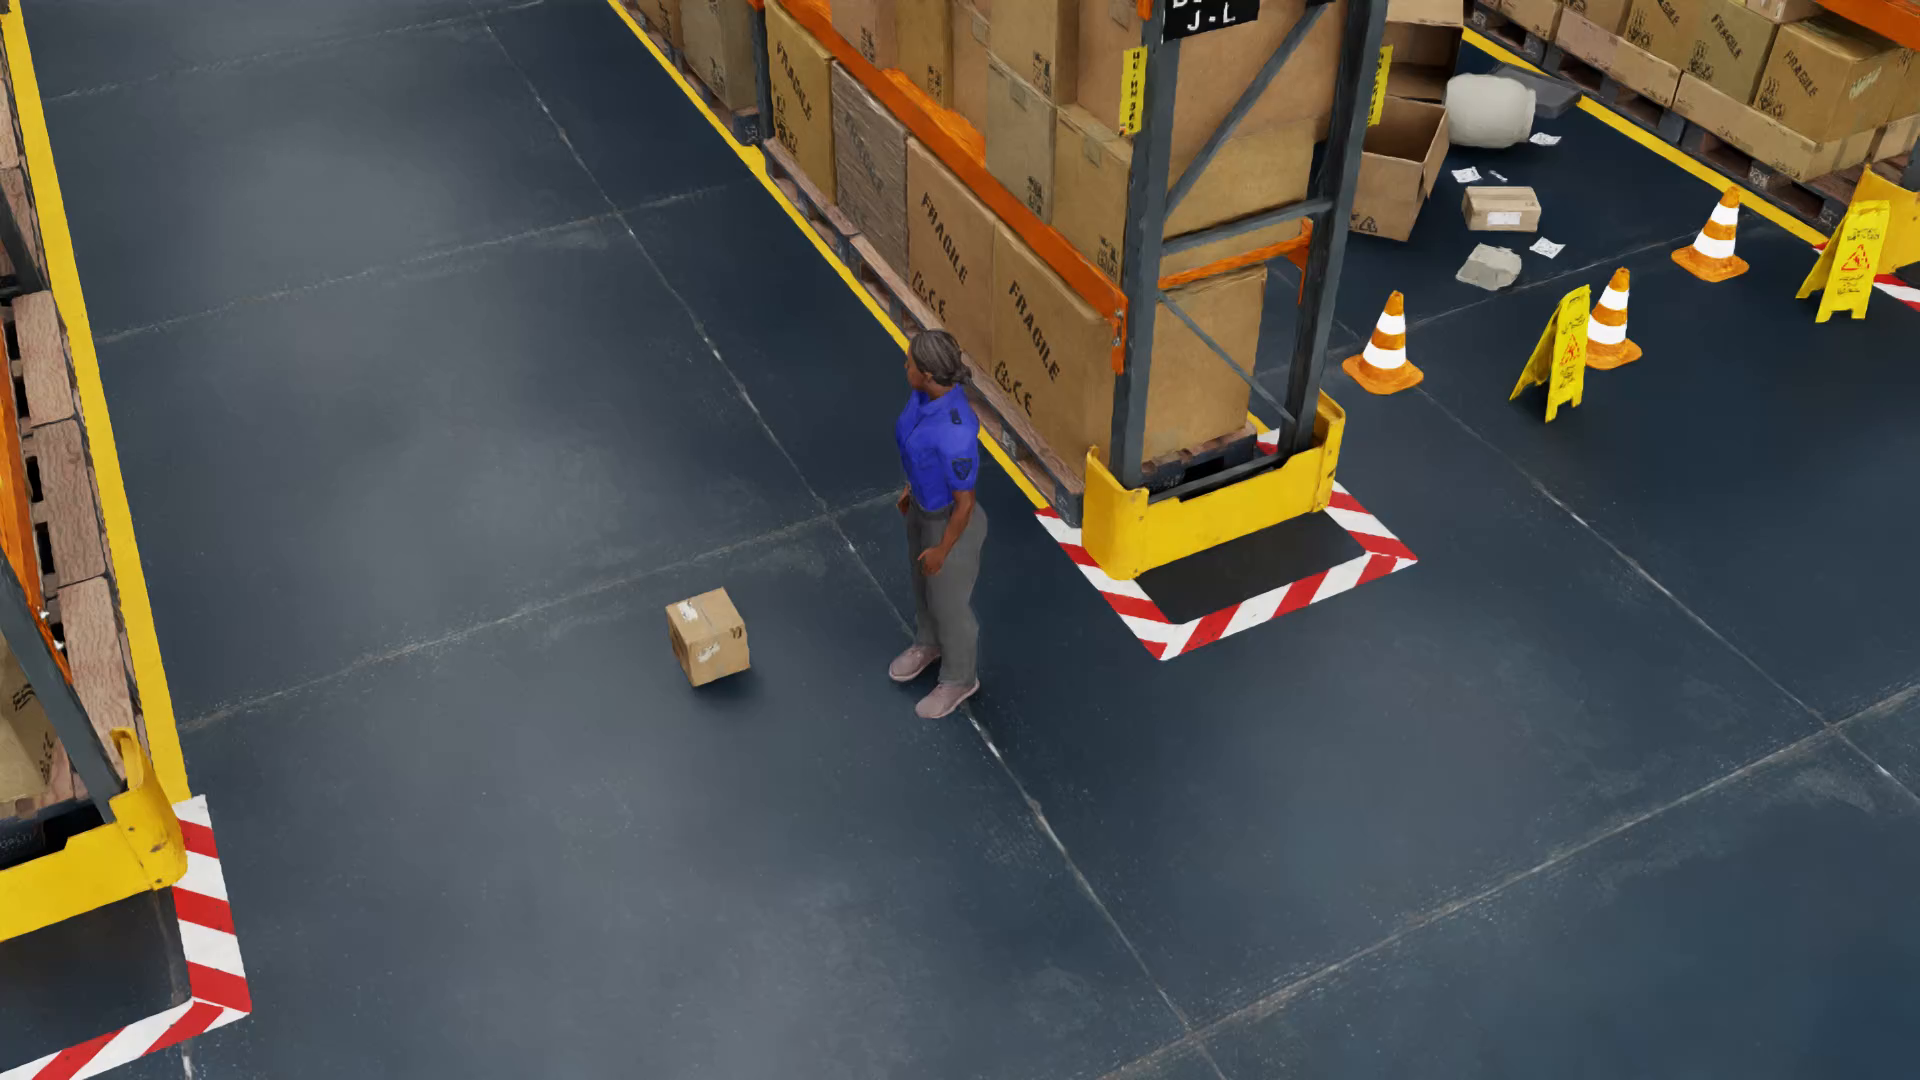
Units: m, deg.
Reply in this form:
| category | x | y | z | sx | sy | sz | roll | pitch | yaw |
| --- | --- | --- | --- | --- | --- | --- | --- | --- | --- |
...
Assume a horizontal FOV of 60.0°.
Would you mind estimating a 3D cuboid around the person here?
| category | x | y | z | sx | sy | sz | roll | pitch | yaw |
| --- | --- | --- | --- | --- | --- | --- | --- | --- | --- |
| person | -0.097 | -0.065 | 6.229 | 0.374 | 1.700 | 0.500 | -10 | 43 | -12 |
